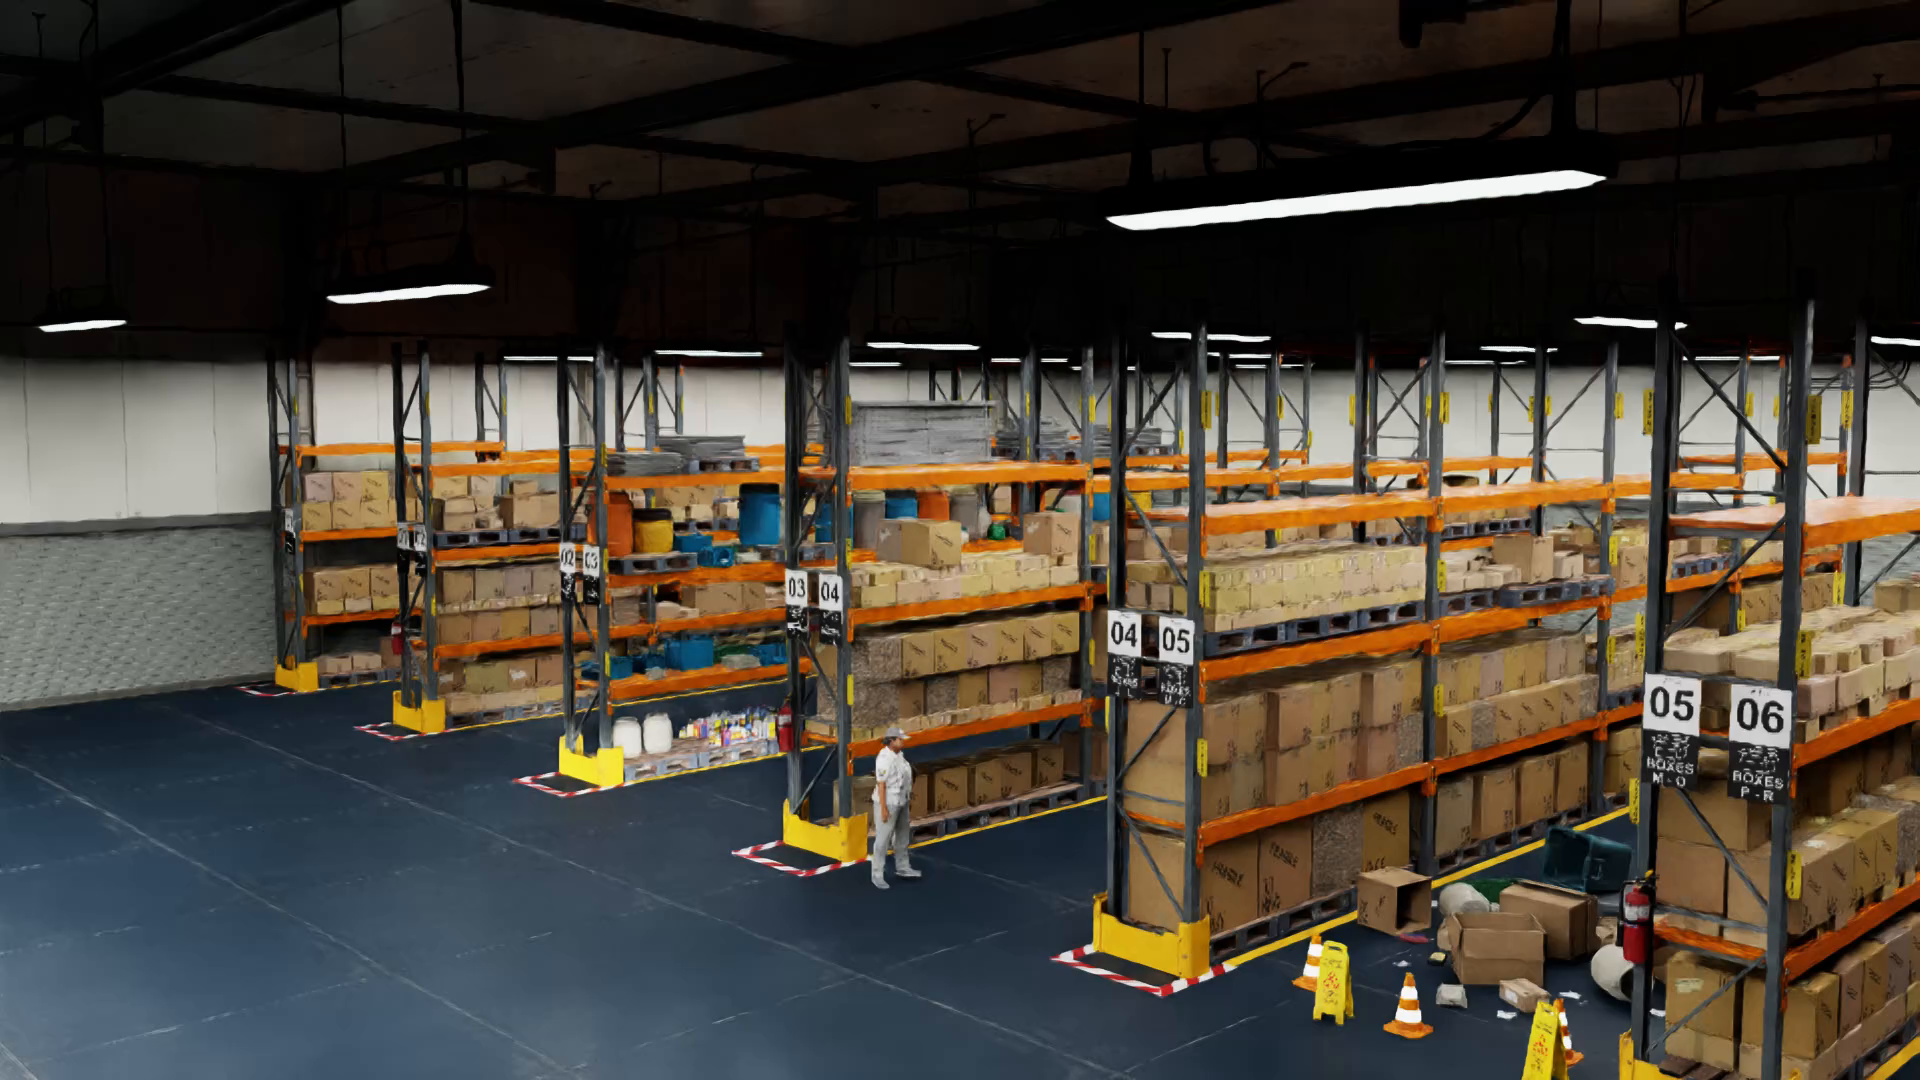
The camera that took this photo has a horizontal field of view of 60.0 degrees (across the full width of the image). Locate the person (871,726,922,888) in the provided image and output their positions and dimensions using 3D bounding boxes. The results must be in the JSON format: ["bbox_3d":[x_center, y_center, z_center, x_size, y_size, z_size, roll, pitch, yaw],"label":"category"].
[{"bbox_3d":[-0.694,2.801,17.610,0.463,1.673,0.576,2,5,25],"label":"person"}]
